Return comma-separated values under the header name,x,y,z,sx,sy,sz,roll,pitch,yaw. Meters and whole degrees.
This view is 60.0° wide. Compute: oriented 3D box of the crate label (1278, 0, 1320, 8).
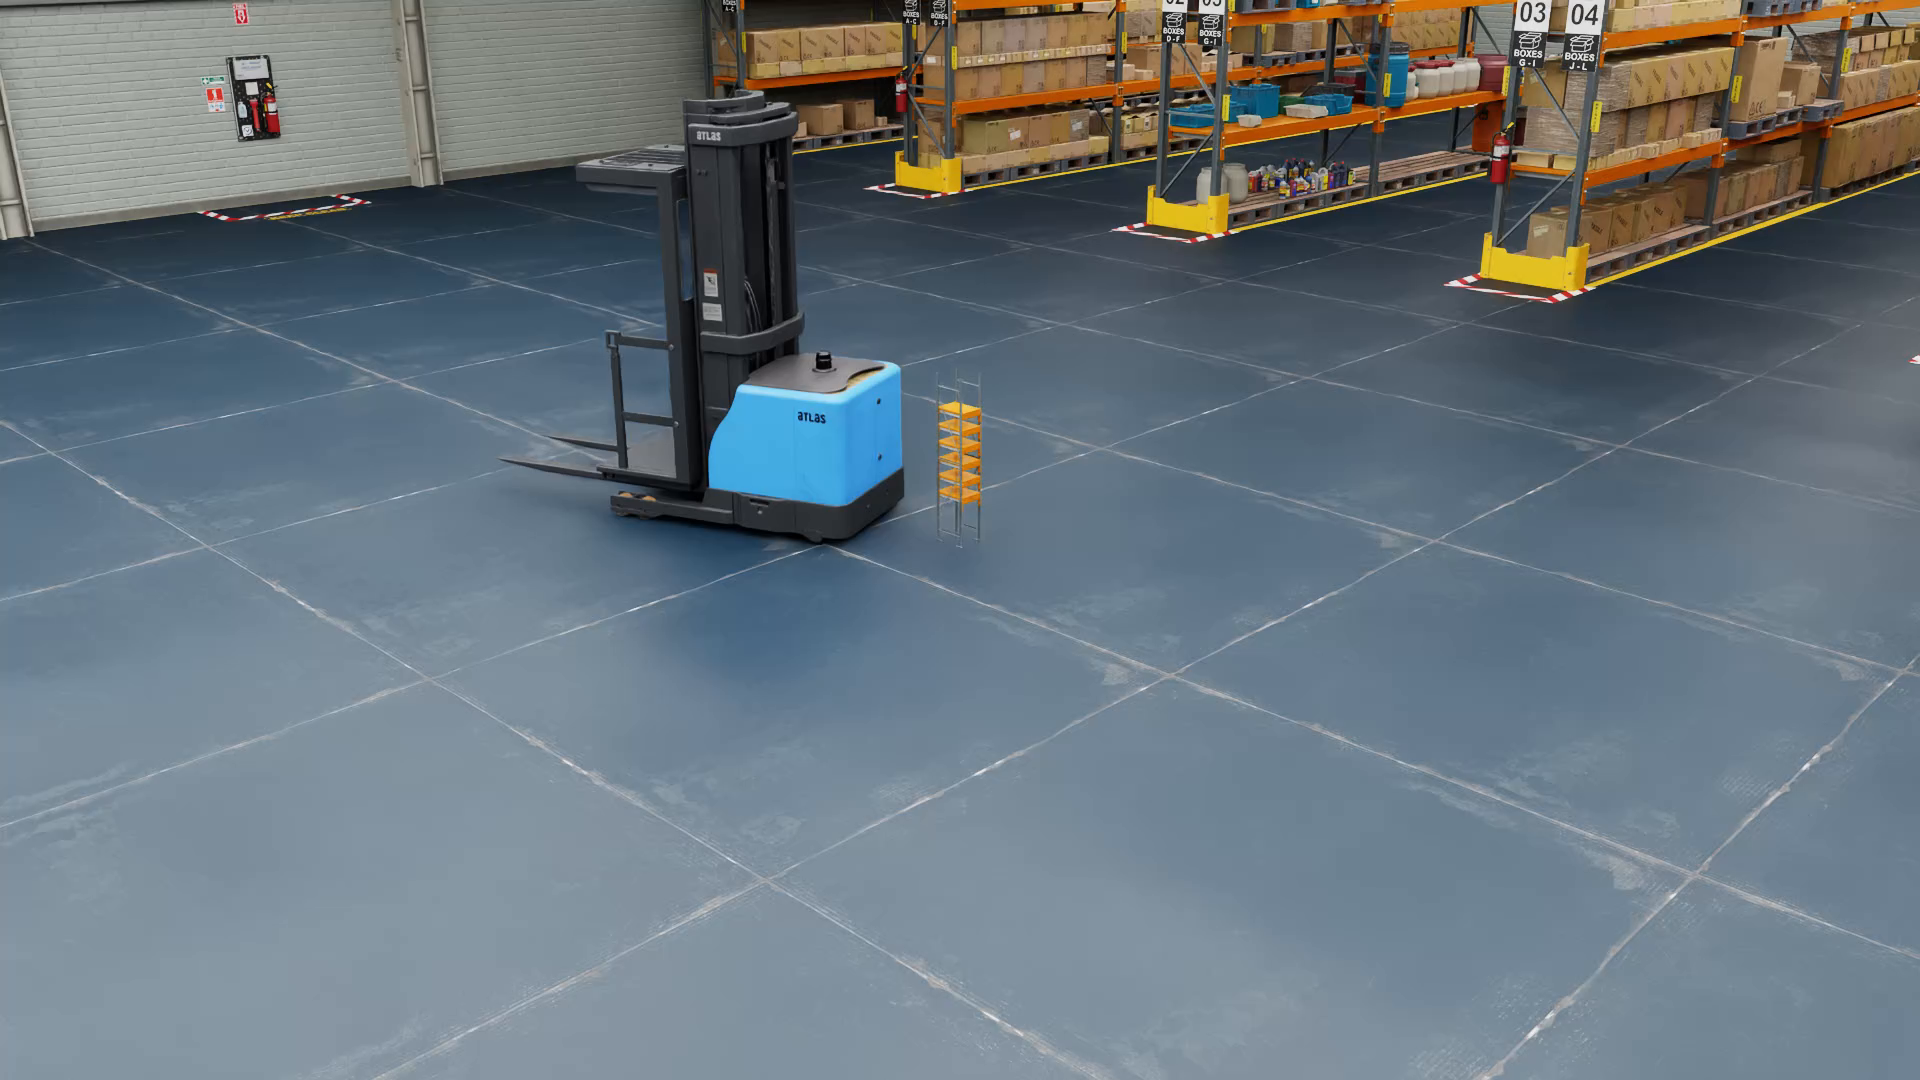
name,x,y,z,sx,sy,sz,roll,pitch,yaw
crate label,4.610,-7.364,22.579,0.502,0.251,0.408,19,28,41

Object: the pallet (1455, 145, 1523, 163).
name,x,y,z,sx,sy,sz,roll,pitch,yaw
pallet,9.168,-6.603,28.458,1.003,0.211,1.213,19,28,41

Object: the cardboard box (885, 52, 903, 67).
name,x,y,z,sx,sy,sz,roll,pitch,yaw
cardboard box,-1.354,-8.884,30.689,0.500,0.250,0.500,19,28,41

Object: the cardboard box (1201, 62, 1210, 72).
name,x,y,z,sx,sy,sz,roll,pitch,yaw
cardboard box,4.252,-8.473,29.787,0.250,0.149,0.380,-18,27,-38

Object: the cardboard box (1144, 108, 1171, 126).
name,x,y,z,sx,sy,sz,roll,pitch,yaw
cardboard box,3.491,-7.382,29.066,0.500,0.311,0.500,18,27,39

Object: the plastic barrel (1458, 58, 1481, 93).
name,x,y,z,sx,sy,sz,roll,pitch,yaw
plastic barrel,8.084,-7.425,26.557,0.421,0.512,0.421,0,21,0

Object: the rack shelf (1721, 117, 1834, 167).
name,x,y,z,sx,sy,sz,roll,pitch,yaw
rack shelf,10.802,-5.602,22.970,1.077,0.370,4.000,19,28,41

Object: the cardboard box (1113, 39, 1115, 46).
name,x,y,z,sx,sy,sz,roll,pitch,yaw
cardboard box,3.196,-10.552,35.170,0.250,0.149,0.380,-19,28,-40

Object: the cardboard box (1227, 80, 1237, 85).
name,x,y,z,sx,sy,sz,roll,pitch,yaw
cardboard box,6.015,-10.793,38.373,0.700,0.500,0.500,18,27,39

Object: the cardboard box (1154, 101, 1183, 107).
name,x,y,z,sx,sy,sz,roll,pitch,yaw
cardboard box,3.808,-7.777,30.094,0.500,0.311,0.500,18,28,39

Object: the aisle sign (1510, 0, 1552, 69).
name,x,y,z,sx,sy,sz,roll,pitch,yaw
aisle sign,6.358,-5.668,18.516,0.394,0.787,0.004,19,28,41

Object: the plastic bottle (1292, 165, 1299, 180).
name,x,y,z,sx,sy,sz,roll,pitch,yaw
plastic bottle,4.983,-5.424,24.694,0.097,0.271,0.097,0,21,0

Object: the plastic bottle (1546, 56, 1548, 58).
name,x,y,z,sx,sy,sz,roll,pitch,yaw
plastic bottle,10.487,-8.519,29.736,0.097,0.271,0.097,0,21,0

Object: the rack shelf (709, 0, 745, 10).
name,x,y,z,sx,sy,sz,roll,pitch,yaw
rack shelf,-2.636,-9.693,29.433,1.077,0.370,4.000,19,28,41

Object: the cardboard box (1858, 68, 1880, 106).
name,x,y,z,sx,sy,sz,roll,pitch,yaw
cardboard box,13.444,-6.821,25.000,0.500,0.500,0.500,19,28,40

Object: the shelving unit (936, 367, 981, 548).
name,x,y,z,sx,sy,sz,roll,pitch,yaw
shelving unit,-0.010,-0.556,11.350,0.258,1.200,0.189,19,28,41

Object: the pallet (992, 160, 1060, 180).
name,x,y,z,sx,sy,sz,roll,pitch,yaw
pallet,0.875,-6.093,27.132,1.003,0.211,1.213,19,28,41

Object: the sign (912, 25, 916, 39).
name,x,y,z,sx,sy,sz,roll,pitch,yaw
sign,-0.846,-9.413,30.676,0.100,0.325,0.005,19,28,41

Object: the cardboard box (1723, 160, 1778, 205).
name,x,y,z,sx,sy,sz,roll,pitch,yaw
cardboard box,10.975,-5.020,23.324,0.500,0.500,0.700,-17,27,-38

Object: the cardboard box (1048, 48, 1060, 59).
name,x,y,z,sx,sy,sz,roll,pitch,yaw
cardboard box,1.388,-7.803,26.653,0.250,0.149,0.380,-19,28,-41

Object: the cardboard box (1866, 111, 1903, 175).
name,x,y,z,sx,sy,sz,roll,pitch,yaw
cardboard box,13.932,-6.284,26.120,1.225,0.875,0.875,18,27,39

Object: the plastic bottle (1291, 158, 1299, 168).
name,x,y,z,sx,sy,sz,roll,pitch,yaw
plastic bottle,4.997,-5.528,24.855,0.185,0.351,0.144,-19,28,-41

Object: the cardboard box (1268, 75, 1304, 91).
name,x,y,z,sx,sy,sz,roll,pitch,yaw
cardboard box,6.333,-8.899,32.372,0.500,0.250,0.500,19,28,40

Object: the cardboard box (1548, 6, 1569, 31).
name,x,y,z,sx,sy,sz,roll,pitch,yaw
cardboard box,6.770,-5.913,18.805,0.500,0.250,0.500,-19,28,-41

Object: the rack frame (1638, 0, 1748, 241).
name,x,y,z,sx,sy,sz,roll,pitch,yaw
rack frame,9.406,-5.423,21.503,1.000,3.000,0.127,19,28,41

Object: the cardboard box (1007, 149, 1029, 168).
name,x,y,z,sx,sy,sz,roll,pitch,yaw
cardboard box,0.750,-6.128,26.584,0.500,0.250,0.500,19,28,41

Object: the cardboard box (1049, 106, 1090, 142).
name,x,y,z,sx,sy,sz,roll,pitch,yaw
cardboard box,1.787,-6.867,27.461,0.500,0.500,0.500,19,28,41

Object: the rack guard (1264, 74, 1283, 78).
name,x,y,z,sx,sy,sz,roll,pitch,yaw
rack guard,7.148,-11.066,39.670,1.175,0.500,0.348,19,28,41

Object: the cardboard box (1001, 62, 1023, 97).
name,x,y,z,sx,sy,sz,roll,pitch,yaw
cardboard box,0.569,-7.301,26.250,0.700,0.500,0.500,19,28,41

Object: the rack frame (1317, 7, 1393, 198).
name,x,y,z,sx,sy,sz,roll,pitch,yaw
rack frame,5.858,-6.663,24.729,1.000,3.000,0.127,19,28,41

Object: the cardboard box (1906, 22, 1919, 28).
name,x,y,z,sx,sy,sz,roll,pitch,yaw
cardboard box,16.543,-8.608,28.538,0.500,0.500,0.500,18,28,39

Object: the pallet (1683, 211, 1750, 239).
name,x,y,z,sx,sy,sz,roll,pitch,yaw
pallet,9.948,-4.322,22.525,1.003,0.211,1.213,19,28,41

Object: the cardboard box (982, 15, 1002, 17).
name,x,y,z,sx,sy,sz,roll,pitch,yaw
cardboard box,0.859,-10.149,33.046,0.700,0.500,0.500,16,26,36

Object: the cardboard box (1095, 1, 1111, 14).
name,x,y,z,sx,sy,sz,roll,pitch,yaw
cardboard box,2.772,-11.036,34.478,0.500,0.250,0.500,20,28,41

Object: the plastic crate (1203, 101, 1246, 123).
name,x,y,z,sx,sy,sz,roll,pitch,yaw
plastic crate,3.659,-5.934,23.040,0.499,0.251,0.408,19,28,41

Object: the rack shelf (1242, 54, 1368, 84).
name,x,y,z,sx,sy,sz,roll,pitch,yaw
rack shelf,6.497,-9.110,32.098,1.077,0.370,4.000,19,28,41

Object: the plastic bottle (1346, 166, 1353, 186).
name,x,y,z,sx,sy,sz,roll,pitch,yaw
plastic bottle,5.758,-5.394,24.600,0.133,0.283,0.061,-18,28,-39

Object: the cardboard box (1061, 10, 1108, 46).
name,x,y,z,sx,sy,sz,roll,pitch,yaw
cardboard box,2.006,-8.440,27.405,0.700,0.500,0.500,19,28,41

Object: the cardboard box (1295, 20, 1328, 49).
name,x,y,z,sx,sy,sz,roll,pitch,yaw
cardboard box,6.704,-9.733,31.992,0.700,0.500,0.500,12,24,27

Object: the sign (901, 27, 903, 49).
name,x,y,z,sx,sy,sz,roll,pitch,yaw
sign,-0.858,-7.666,25.394,0.100,0.325,0.005,19,28,41

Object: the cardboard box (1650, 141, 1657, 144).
name,x,y,z,sx,sy,sz,roll,pitch,yaw
cardboard box,8.181,-4.750,20.102,0.380,0.149,0.250,19,28,41

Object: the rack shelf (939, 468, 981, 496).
name,x,y,z,sx,sy,sz,roll,pitch,yaw
rack shelf,-0.010,-0.403,11.409,0.258,0.103,0.180,19,28,41

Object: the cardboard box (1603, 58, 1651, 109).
name,x,y,z,sx,sy,sz,roll,pitch,yaw
cardboard box,7.549,-5.247,19.098,0.500,0.500,0.500,19,28,41

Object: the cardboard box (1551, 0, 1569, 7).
name,x,y,z,sx,sy,sz,roll,pitch,yaw
cardboard box,6.586,-6.061,18.634,0.380,0.149,0.250,19,28,41

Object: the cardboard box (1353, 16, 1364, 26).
name,x,y,z,sx,sy,sz,roll,pitch,yaw
cardboard box,8.059,-10.668,33.616,0.500,0.500,0.500,19,28,41

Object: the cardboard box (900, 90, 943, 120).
name,x,y,z,sx,sy,sz,roll,pitch,yaw
cardboard box,-0.739,-8.374,32.052,0.500,0.500,0.700,-19,28,-40

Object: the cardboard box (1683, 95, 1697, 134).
name,x,y,z,sx,sy,sz,roll,pitch,yaw
cardboard box,8.674,-5.389,20.860,0.875,0.500,0.500,19,28,41

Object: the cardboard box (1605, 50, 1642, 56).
name,x,y,z,sx,sy,sz,roll,pitch,yaw
cardboard box,7.873,-5.635,20.106,0.500,0.500,0.500,19,28,41

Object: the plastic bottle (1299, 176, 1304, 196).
name,x,y,z,sx,sy,sz,roll,pitch,yaw
plastic bottle,4.864,-5.068,23.770,0.097,0.271,0.097,0,21,0

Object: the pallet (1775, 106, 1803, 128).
name,x,y,z,sx,sy,sz,roll,pitch,yaw
pallet,10.845,-5.843,22.862,1.003,0.211,1.213,19,28,41

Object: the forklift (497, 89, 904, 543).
name,x,y,z,sx,sy,sz,roll,pitch,yaw
forklift,-1.975,-1.678,11.855,3.031,2.935,1.130,9,23,21

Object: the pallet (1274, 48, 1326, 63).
name,x,y,z,sx,sy,sz,roll,pitch,yaw
pallet,6.455,-9.343,31.970,1.003,0.211,1.213,19,28,41

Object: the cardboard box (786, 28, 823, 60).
name,x,y,z,sx,sy,sz,roll,pitch,yaw
cardboard box,-2.766,-8.707,29.182,0.500,0.500,0.500,18,27,39

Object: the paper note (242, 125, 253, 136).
name,x,y,z,sx,sy,sz,roll,pitch,yaw
paper note,-10.272,-5.903,23.980,0.016,0.148,0.142,19,28,41

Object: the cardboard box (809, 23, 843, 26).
name,x,y,z,sx,sy,sz,roll,pitch,yaw
cardboard box,-2.433,-9.104,30.217,0.500,0.500,0.500,-19,28,-41
